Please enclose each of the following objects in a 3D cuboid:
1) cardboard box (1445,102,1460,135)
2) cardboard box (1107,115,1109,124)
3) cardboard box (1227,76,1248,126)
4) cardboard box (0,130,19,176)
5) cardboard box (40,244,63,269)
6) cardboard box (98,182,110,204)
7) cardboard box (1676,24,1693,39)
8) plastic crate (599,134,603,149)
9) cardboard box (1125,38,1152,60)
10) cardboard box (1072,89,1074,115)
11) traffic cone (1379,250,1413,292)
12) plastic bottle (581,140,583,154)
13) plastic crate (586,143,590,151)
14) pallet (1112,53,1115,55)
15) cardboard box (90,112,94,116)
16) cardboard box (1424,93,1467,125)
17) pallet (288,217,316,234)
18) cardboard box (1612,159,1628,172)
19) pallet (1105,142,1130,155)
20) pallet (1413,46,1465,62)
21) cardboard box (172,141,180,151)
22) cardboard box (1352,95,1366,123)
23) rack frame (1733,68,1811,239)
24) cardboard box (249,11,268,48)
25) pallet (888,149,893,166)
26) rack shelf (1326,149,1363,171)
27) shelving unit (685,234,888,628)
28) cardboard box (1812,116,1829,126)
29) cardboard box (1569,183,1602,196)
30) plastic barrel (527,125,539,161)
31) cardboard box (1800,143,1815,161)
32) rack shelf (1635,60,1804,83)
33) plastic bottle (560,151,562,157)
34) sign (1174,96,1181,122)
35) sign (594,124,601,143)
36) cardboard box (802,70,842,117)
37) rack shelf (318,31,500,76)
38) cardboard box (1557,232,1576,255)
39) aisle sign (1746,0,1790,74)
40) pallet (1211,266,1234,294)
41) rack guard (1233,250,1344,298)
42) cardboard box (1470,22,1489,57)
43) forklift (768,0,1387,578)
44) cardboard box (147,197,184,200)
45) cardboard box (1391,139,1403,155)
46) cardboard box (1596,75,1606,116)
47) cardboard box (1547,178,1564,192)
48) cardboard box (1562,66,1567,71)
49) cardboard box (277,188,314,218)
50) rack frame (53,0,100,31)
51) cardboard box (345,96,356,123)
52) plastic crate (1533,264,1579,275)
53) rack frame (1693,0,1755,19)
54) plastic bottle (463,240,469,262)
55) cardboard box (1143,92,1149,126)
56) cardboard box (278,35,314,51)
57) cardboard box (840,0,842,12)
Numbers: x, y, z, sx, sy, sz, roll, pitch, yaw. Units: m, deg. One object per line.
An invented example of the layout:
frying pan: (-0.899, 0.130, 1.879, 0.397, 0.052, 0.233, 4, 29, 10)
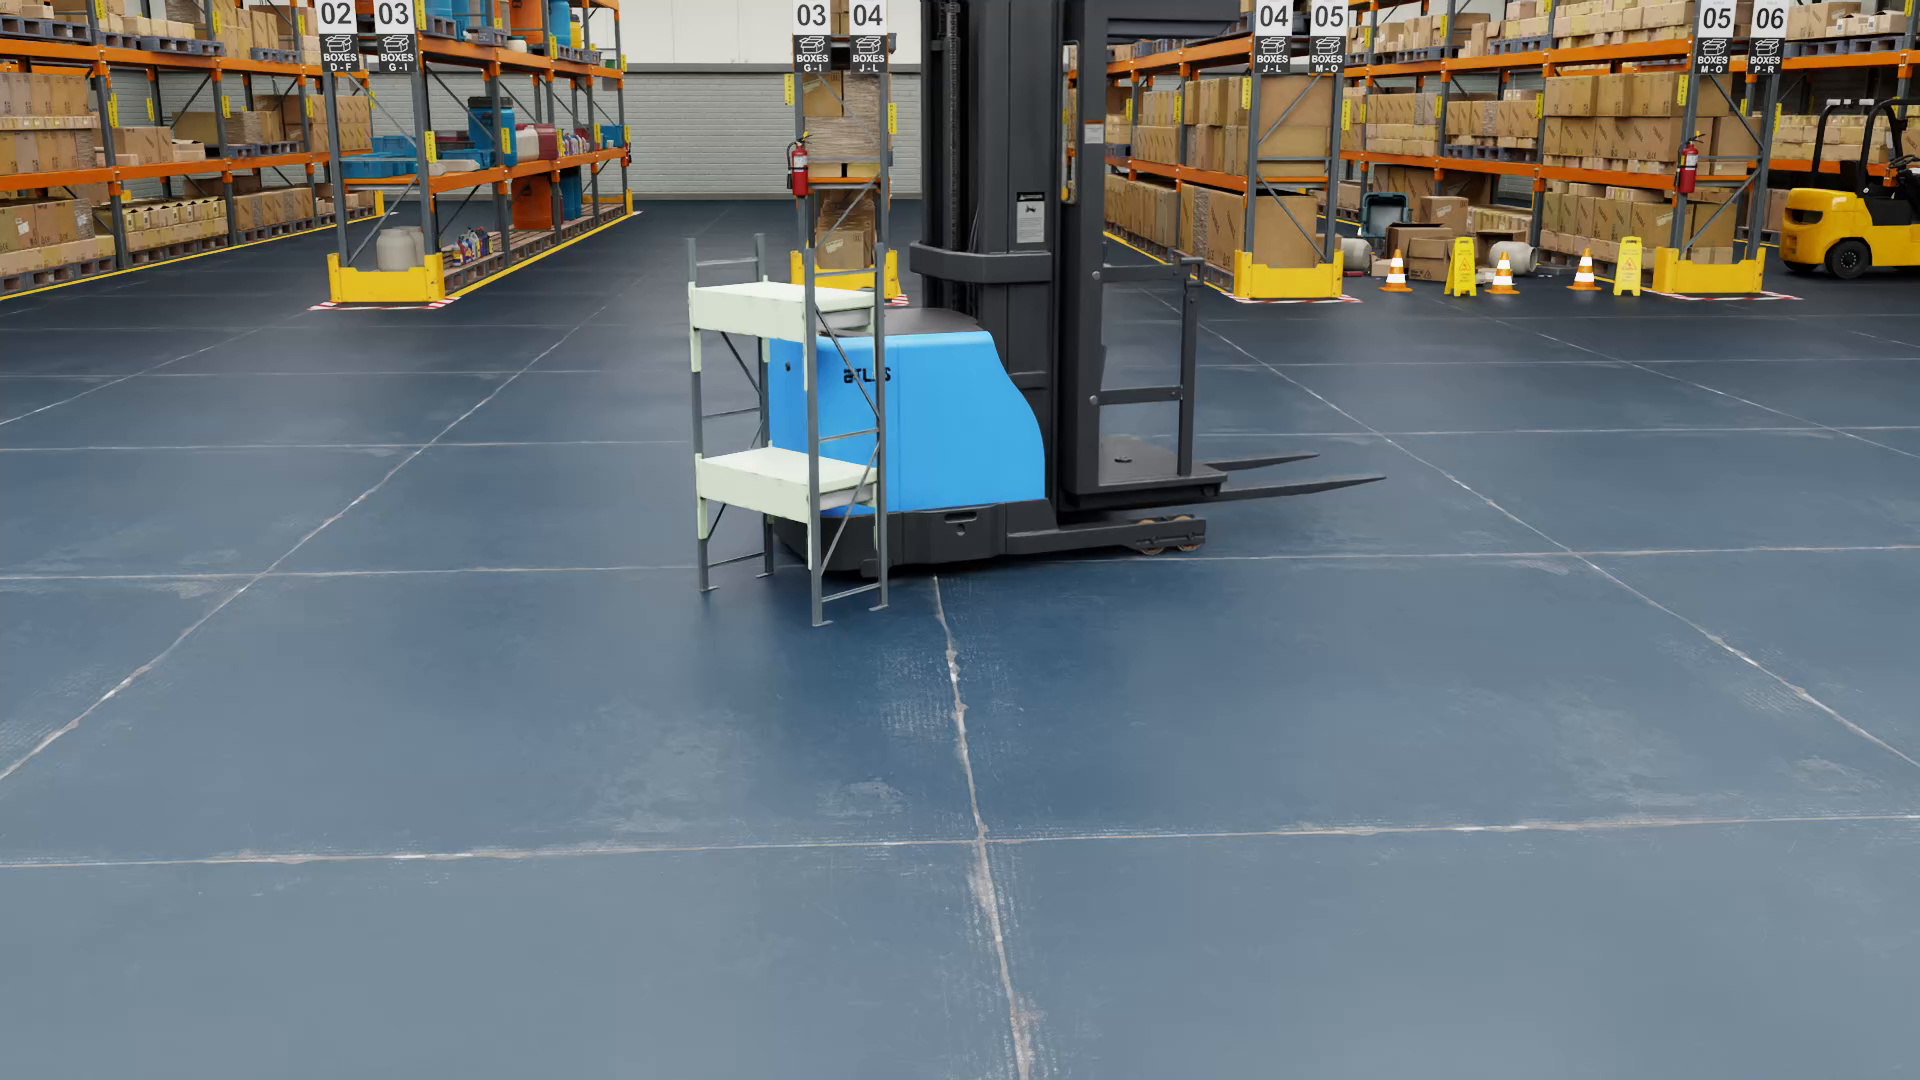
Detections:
cardboard box: (7.909, -6.572, 25.910, 0.500, 0.500, 0.500, -1, 14, -5)
cardboard box: (2.631, -6.929, 27.404, 0.380, 0.149, 0.250, -1, 14, -3)
cardboard box: (3.563, -5.025, 19.067, 0.875, 0.550, 0.550, -1, 14, -3)
cardboard box: (-11.249, -4.416, 18.969, 0.700, 0.500, 0.500, -1, 14, -3)
cardboard box: (-11.073, -3.379, 19.814, 0.500, 0.250, 0.500, -1, 14, -3)
cardboard box: (-16.962, -6.719, 32.296, 0.700, 0.500, 0.500, -1, 14, -3)
cardboard box: (8.307, -5.718, 18.713, 0.380, 0.149, 0.250, -1, 14, -3)
plastic crate: (-6.881, -7.411, 30.929, 0.437, 0.282, 0.530, -1, 14, -3)
cardboard box: (2.889, -7.829, 26.216, 0.500, 0.500, 0.500, -1, 14, -3)
cardboard box: (2.483, -8.615, 32.687, 0.500, 0.500, 0.500, 0, 14, -2)
traffic cone: (5.058, -3.126, 19.248, 0.336, 0.463, 0.334, -1, 14, -3)
plastic bottle: (-6.600, -6.813, 28.736, 0.152, 0.276, 0.135, -1, 14, -3)
plastic crate: (-6.856, -7.076, 29.919, 0.396, 0.136, 0.243, -1, 14, -3)
pallet: (2.862, -8.392, 28.979, 1.213, 0.211, 1.003, -1, 14, -3)
cardboard box: (-17.008, -7.737, 31.475, 0.980, 0.700, 0.700, -1, 14, -4)
cardboard box: (7.819, -6.949, 26.807, 0.500, 0.500, 0.500, -1, 14, -5)
pallet: (-11.826, -5.429, 28.705, 1.003, 0.211, 1.213, -1, 14, -3)
cardboard box: (8.222, -4.587, 20.340, 0.380, 0.149, 0.250, -1, 14, -4)
pallet: (3.015, -6.589, 28.001, 1.003, 0.211, 1.213, -1, 14, -3)
pallet: (8.020, -7.812, 26.729, 1.213, 0.211, 1.003, 0, 14, -1)
cardboard box: (-11.804, -5.718, 24.410, 0.500, 0.311, 0.500, -1, 14, -4)
cardboard box: (7.560, -7.932, 30.629, 0.500, 0.500, 0.500, -1, 14, -4)
rack frame: (13.066, -6.369, 26.762, 1.000, 3.000, 0.127, -1, 14, -3)
cardboard box: (-11.892, -8.442, 27.554, 0.600, 0.600, 0.600, -1, 14, -4)
pallet: (-1.433, -5.243, 22.771, 1.003, 0.211, 1.213, -1, 14, -3)
rack shelf: (7.741, -7.436, 32.350, 1.077, 0.370, 4.000, -1, 14, -3)
shelving unit: (-0.712, -0.475, 6.862, 0.755, 1.500, 0.431, 13, 20, 42)
cardboard box: (12.869, -6.201, 24.604, 0.380, 0.149, 0.250, -1, 14, -5)
cardboard box: (8.109, -4.535, 21.503, 0.380, 0.149, 0.250, 0, 14, -1)
plastic barrel: (-6.445, -5.864, 24.573, 0.421, 0.512, 0.421, 0, 14, 0)
cardboard box: (12.945, -5.800, 24.852, 0.500, 0.250, 0.500, 0, 14, -2)
rack shelf: (12.942, -7.971, 28.411, 1.077, 0.370, 4.000, -1, 14, -3)
plastic bottle: (-6.418, -6.268, 26.600, 0.061, 0.283, 0.133, -1, 14, -3)
sign: (2.885, -5.707, 22.023, 0.100, 0.325, 0.005, -1, 14, -3)
sign: (-6.421, -7.199, 29.432, 0.100, 0.325, 0.005, -1, 14, -3)
cardboard box: (-1.564, -4.959, 18.476, 0.500, 0.500, 0.500, -1, 14, -3)
rack shelf: (-6.350, -5.674, 19.485, 1.077, 0.370, 4.000, -1, 14, -3)
cardboard box: (8.172, -3.885, 21.783, 0.500, 0.250, 0.500, 0, 14, 0)
aisle sign: (8.921, -5.551, 18.362, 0.394, 0.787, 0.004, -1, 14, -3)
pallet: (3.546, -3.048, 19.449, 1.003, 0.211, 1.213, -1, 14, -3)
rack guard: (3.675, -2.984, 18.621, 1.175, 0.500, 0.348, -1, 14, -3)
cardboard box: (8.161, -7.557, 25.157, 0.700, 0.500, 0.500, -1, 14, -3)
forklift: (0.622, -1.464, 7.833, 3.031, 2.935, 1.130, -5, 15, -20)
cardboard box: (-11.927, -4.995, 24.972, 0.500, 0.311, 0.500, 0, 14, -2)
cardboard box: (7.700, -6.720, 28.424, 0.500, 0.250, 0.500, -1, 14, -4)
cardboard box: (8.308, -5.480, 20.501, 0.700, 0.500, 0.500, -1, 14, -4)
cardboard box: (12.514, -7.200, 34.156, 0.797, 0.503, 0.637, -1, 15, -6)
cardboard box: (12.401, -9.542, 33.578, 0.380, 0.149, 0.250, -1, 14, -2)
cardboard box: (-11.597, -5.866, 28.938, 0.500, 0.500, 0.500, -1, 14, -4)
rack frame: (-11.418, -7.897, 20.661, 1.000, 3.000, 0.127, -1, 14, -3)
cardboard box: (-11.791, -8.148, 31.468, 0.500, 0.500, 0.500, 0, 14, -2)
plastic crate: (7.639, -3.480, 21.391, 0.402, 0.080, 0.583, -6, 16, -23)
rack frame: (8.608, -7.208, 17.980, 1.000, 3.000, 0.127, -1, 14, -3)
plastic bottle: (-6.055, -3.530, 20.320, 0.097, 0.271, 0.097, 0, 14, 0)
cardboard box: (3.196, -6.611, 25.494, 0.700, 0.500, 0.500, -1, 14, -4)
cardboard box: (-11.696, -8.729, 29.209, 0.500, 0.250, 0.500, -1, 14, -3)
cardboard box: (-1.461, -6.969, 22.021, 0.797, 0.503, 0.637, -2, 15, -6)
